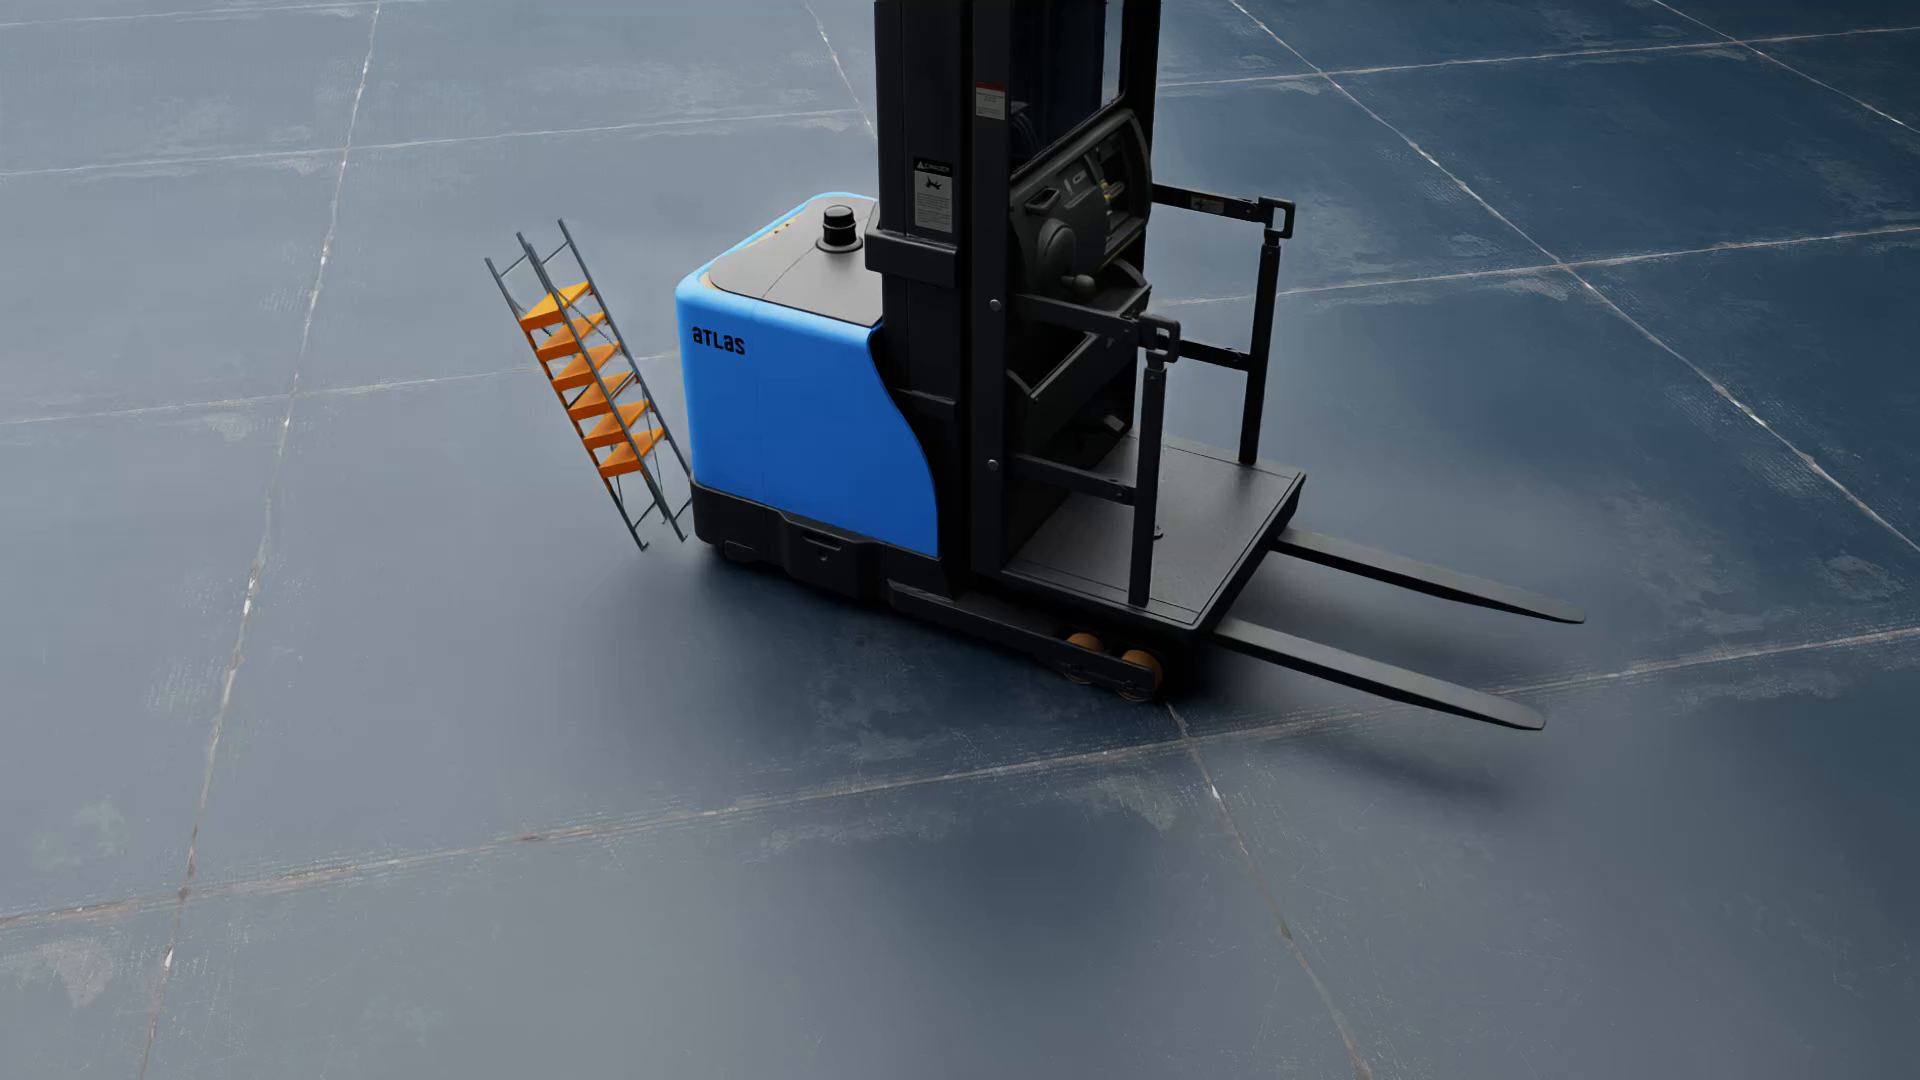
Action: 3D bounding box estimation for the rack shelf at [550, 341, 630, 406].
[{"bbox_3d":[-1.306,-0.599,5.914,0.180,0.103,0.258,-11,28,25],"label":"rack shelf"}]

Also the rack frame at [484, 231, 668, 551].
[{"bbox_3d":[-1.361,-0.521,5.985,0.006,1.200,0.240,-11,28,25],"label":"rack frame"}]

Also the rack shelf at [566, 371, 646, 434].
[{"bbox_3d":[-1.263,-0.500,5.966,0.180,0.103,0.258,-11,28,25],"label":"rack shelf"}]

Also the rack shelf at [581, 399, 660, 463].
[{"bbox_3d":[-1.220,-0.400,6.018,0.180,0.103,0.258,-11,28,25],"label":"rack shelf"}]

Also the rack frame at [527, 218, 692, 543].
[{"bbox_3d":[-1.198,-0.552,5.908,0.006,1.200,0.240,-11,28,25],"label":"rack frame"}]

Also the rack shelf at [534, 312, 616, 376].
[{"bbox_3d":[-1.349,-0.698,5.862,0.180,0.103,0.258,-11,28,25],"label":"rack shelf"}]

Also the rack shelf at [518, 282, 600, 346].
[{"bbox_3d":[-1.392,-0.797,5.810,0.180,0.103,0.258,-11,28,25],"label":"rack shelf"}]

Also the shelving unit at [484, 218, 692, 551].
[{"bbox_3d":[-1.279,-0.536,5.946,0.189,1.200,0.258,-11,28,25],"label":"shelving unit"}]

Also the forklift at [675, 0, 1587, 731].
[{"bbox_3d":[0.567,-1.029,5.117,3.031,2.935,1.130,17,37,23],"label":"forklift"}]

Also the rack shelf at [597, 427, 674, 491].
[{"bbox_3d":[-1.177,-0.301,6.070,0.180,0.103,0.258,-11,28,25],"label":"rack shelf"}]
